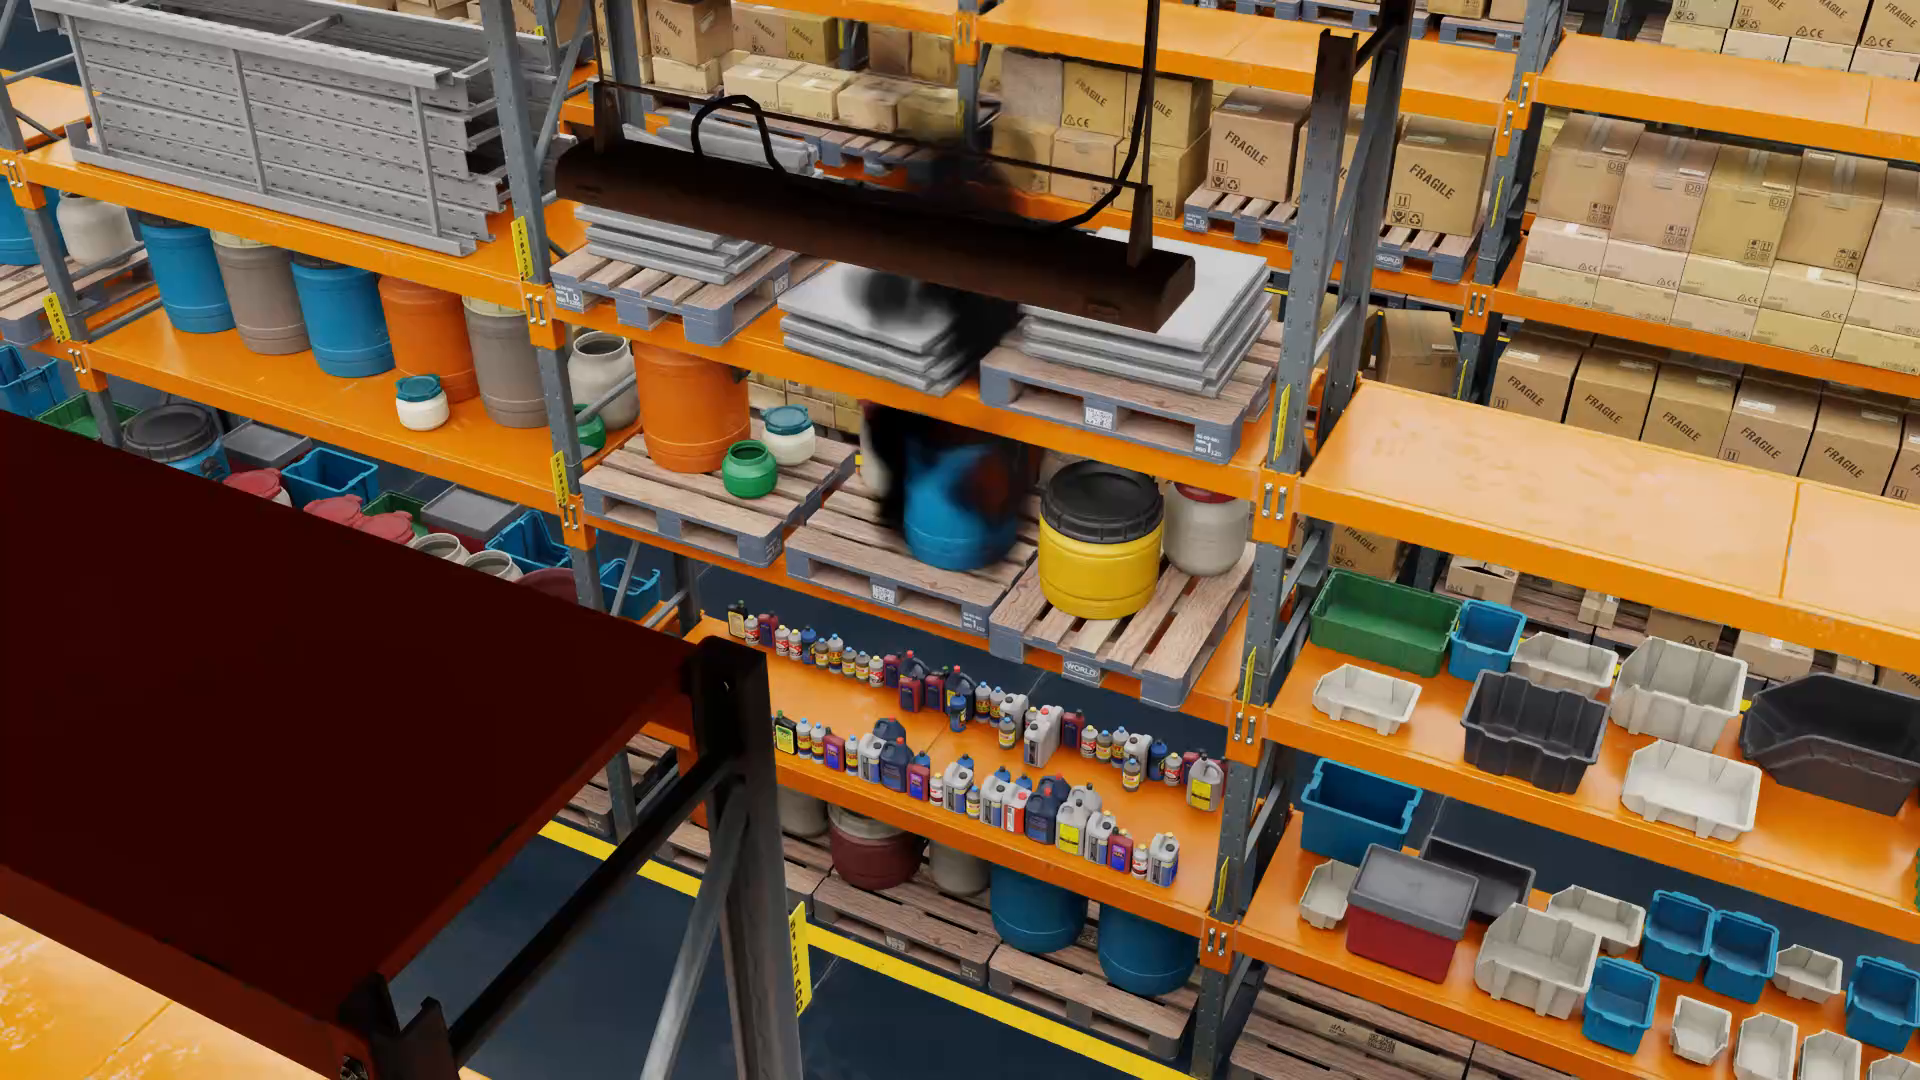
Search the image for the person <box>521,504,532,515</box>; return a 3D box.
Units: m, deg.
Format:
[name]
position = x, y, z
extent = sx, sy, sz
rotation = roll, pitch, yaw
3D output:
[person]
position = -3.433, -0.211, 12.762
extent = 0.834, 1.611, 0.588
rotation = 14, 37, 19
